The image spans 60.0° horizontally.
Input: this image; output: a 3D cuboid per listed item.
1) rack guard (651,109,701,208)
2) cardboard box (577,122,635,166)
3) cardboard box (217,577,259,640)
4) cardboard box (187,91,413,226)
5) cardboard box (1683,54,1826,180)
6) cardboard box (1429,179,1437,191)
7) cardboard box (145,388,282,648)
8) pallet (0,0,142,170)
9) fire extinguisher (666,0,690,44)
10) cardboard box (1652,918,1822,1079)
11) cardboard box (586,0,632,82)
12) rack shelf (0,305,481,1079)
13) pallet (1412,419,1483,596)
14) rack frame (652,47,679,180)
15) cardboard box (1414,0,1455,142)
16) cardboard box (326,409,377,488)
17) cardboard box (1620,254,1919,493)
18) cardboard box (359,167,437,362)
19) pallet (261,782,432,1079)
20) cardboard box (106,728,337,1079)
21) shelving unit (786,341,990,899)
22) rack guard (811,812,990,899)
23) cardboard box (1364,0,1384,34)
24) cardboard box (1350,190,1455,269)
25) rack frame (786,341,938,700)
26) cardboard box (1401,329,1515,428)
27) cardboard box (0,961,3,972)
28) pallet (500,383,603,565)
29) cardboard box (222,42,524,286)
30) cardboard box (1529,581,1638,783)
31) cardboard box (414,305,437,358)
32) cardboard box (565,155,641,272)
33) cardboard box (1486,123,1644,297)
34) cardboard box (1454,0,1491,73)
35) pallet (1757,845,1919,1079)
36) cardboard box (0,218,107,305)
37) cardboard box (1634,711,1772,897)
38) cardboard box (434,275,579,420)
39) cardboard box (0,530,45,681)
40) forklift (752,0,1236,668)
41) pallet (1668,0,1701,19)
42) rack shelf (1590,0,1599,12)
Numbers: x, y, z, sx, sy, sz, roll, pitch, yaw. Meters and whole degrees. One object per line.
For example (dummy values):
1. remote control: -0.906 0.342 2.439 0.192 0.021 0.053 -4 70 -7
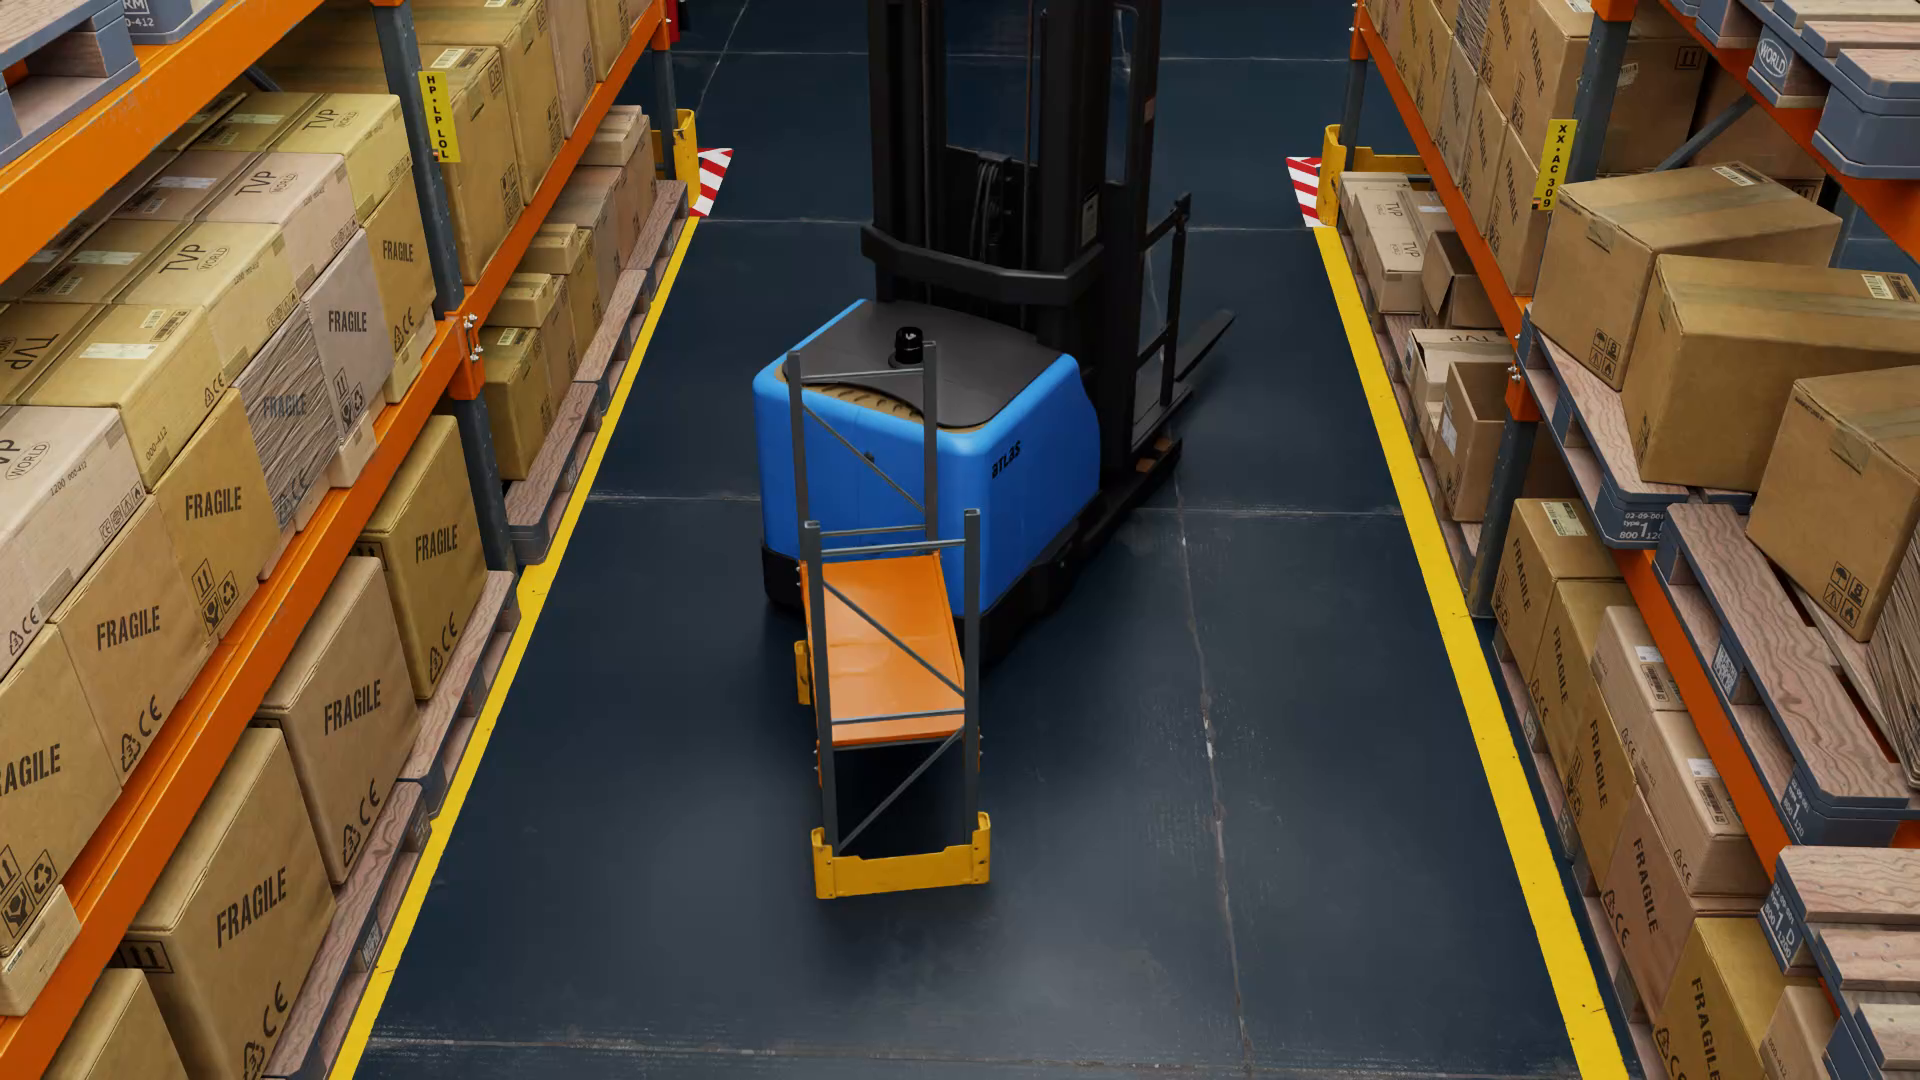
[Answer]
1. rack guard: -2.199 -2.328 10.127 1.175 0.500 0.348 1 35 2
2. cardboard box: -1.960 -2.122 8.905 0.380 0.149 0.250 2 35 3
3. cardboard box: -2.208 0.138 4.646 0.380 0.149 0.250 2 35 3
4. cardboard box: -2.124 -1.242 5.393 0.500 0.250 0.500 2 35 3
5. cardboard box: 2.890 -1.640 6.019 0.500 0.500 0.500 2 35 3
6. cardboard box: 2.974 -2.064 9.369 0.500 0.500 0.500 1 35 2
7. cardboard box: -2.181 -0.069 4.377 0.500 0.500 0.500 2 35 3
8. pallet: -2.506 -0.904 3.483 1.003 0.211 1.213 3 35 4
9. fire extinguisher: -1.733 -3.228 9.626 0.296 0.674 0.183 1 35 2
10. cardboard box: 2.253 1.375 4.477 0.500 0.500 0.500 0 35 0
11. cardboard box: -2.228 -2.748 8.290 0.980 0.700 0.700 1 35 2
12. rack shelf: -2.441 0.405 4.691 1.077 0.370 4.000 1 35 2
13. pallet: 2.618 -0.180 7.322 1.003 0.211 1.213 1 35 2
14. rack frame: -2.200 -3.337 9.389 1.000 3.000 0.127 1 35 2
15. cardboard box: 2.409 -2.144 7.606 0.500 0.500 0.500 2 35 3
16. cardboard box: -2.085 -0.297 5.264 0.380 0.149 0.250 1 35 2
17. cardboard box: 2.383 -0.475 4.865 0.700 0.500 0.500 7 36 9
18. cardboard box: -2.127 -0.938 5.613 0.500 0.500 0.500 1 35 1
19. pallet: -2.362 1.250 5.287 1.003 0.211 1.213 1 35 2
20. cardboard box: -2.319 1.045 4.659 0.750 0.750 0.750 1 35 2
21. shelving unit: -0.262 0.256 5.581 0.587 1.500 1.083 -5 35 -6
22. rack guard: -0.194 1.051 5.536 0.587 0.250 0.087 -5 35 -6
23. cardboard box: 2.469 -3.016 8.846 0.500 0.500 0.500 2 35 3
24. cardboard box: 2.425 -1.686 9.049 0.500 0.250 0.500 1 35 2
25. rack frame: -0.330 -0.028 5.985 0.500 1.500 0.032 -5 35 -6
26. cardboard box: 2.359 -0.771 7.694 0.500 0.311 0.500 1 35 2
27. cardboard box: -2.246 0.816 3.118 0.500 0.500 0.500 2 35 3
28. pallet: -2.252 -0.333 7.540 1.003 0.211 1.213 1 35 2
29. cardboard box: -2.322 -1.472 6.476 0.980 0.700 0.700 2 35 3
30. cardboard box: 2.316 0.496 5.728 0.500 0.500 0.500 2 35 3
31. cardboard box: -2.091 -0.743 5.900 0.380 0.149 0.250 2 35 2
32. cardboard box: -2.148 -1.794 9.002 0.700 0.500 0.500 1 35 2
33. cardboard box: 2.353 -1.260 6.347 0.500 0.500 0.500 2 35 3
34. cardboard box: 2.389 -2.257 6.896 0.500 0.500 0.500 2 35 2
35. pallet: 2.386 1.059 3.301 1.213 0.211 1.003 1 35 2
36. cardboard box: -2.669 -0.669 4.578 0.500 0.250 0.500 0 35 0
37. cardboard box: 2.267 0.745 4.721 0.500 0.250 0.500 1 35 1
38. cardboard box: -2.204 -0.903 7.735 0.700 0.500 0.500 1 35 1
39. cardboard box: -2.224 0.218 3.315 0.500 0.250 0.500 1 35 1
40. forklift: 0.369 -1.529 6.876 1.130 2.935 3.031 18 39 24
41. pallet: 2.493 -1.703 4.620 1.213 0.211 1.003 1 35 2
42. rack shelf: 2.670 -3.008 6.938 1.077 0.370 4.000 1 35 2
